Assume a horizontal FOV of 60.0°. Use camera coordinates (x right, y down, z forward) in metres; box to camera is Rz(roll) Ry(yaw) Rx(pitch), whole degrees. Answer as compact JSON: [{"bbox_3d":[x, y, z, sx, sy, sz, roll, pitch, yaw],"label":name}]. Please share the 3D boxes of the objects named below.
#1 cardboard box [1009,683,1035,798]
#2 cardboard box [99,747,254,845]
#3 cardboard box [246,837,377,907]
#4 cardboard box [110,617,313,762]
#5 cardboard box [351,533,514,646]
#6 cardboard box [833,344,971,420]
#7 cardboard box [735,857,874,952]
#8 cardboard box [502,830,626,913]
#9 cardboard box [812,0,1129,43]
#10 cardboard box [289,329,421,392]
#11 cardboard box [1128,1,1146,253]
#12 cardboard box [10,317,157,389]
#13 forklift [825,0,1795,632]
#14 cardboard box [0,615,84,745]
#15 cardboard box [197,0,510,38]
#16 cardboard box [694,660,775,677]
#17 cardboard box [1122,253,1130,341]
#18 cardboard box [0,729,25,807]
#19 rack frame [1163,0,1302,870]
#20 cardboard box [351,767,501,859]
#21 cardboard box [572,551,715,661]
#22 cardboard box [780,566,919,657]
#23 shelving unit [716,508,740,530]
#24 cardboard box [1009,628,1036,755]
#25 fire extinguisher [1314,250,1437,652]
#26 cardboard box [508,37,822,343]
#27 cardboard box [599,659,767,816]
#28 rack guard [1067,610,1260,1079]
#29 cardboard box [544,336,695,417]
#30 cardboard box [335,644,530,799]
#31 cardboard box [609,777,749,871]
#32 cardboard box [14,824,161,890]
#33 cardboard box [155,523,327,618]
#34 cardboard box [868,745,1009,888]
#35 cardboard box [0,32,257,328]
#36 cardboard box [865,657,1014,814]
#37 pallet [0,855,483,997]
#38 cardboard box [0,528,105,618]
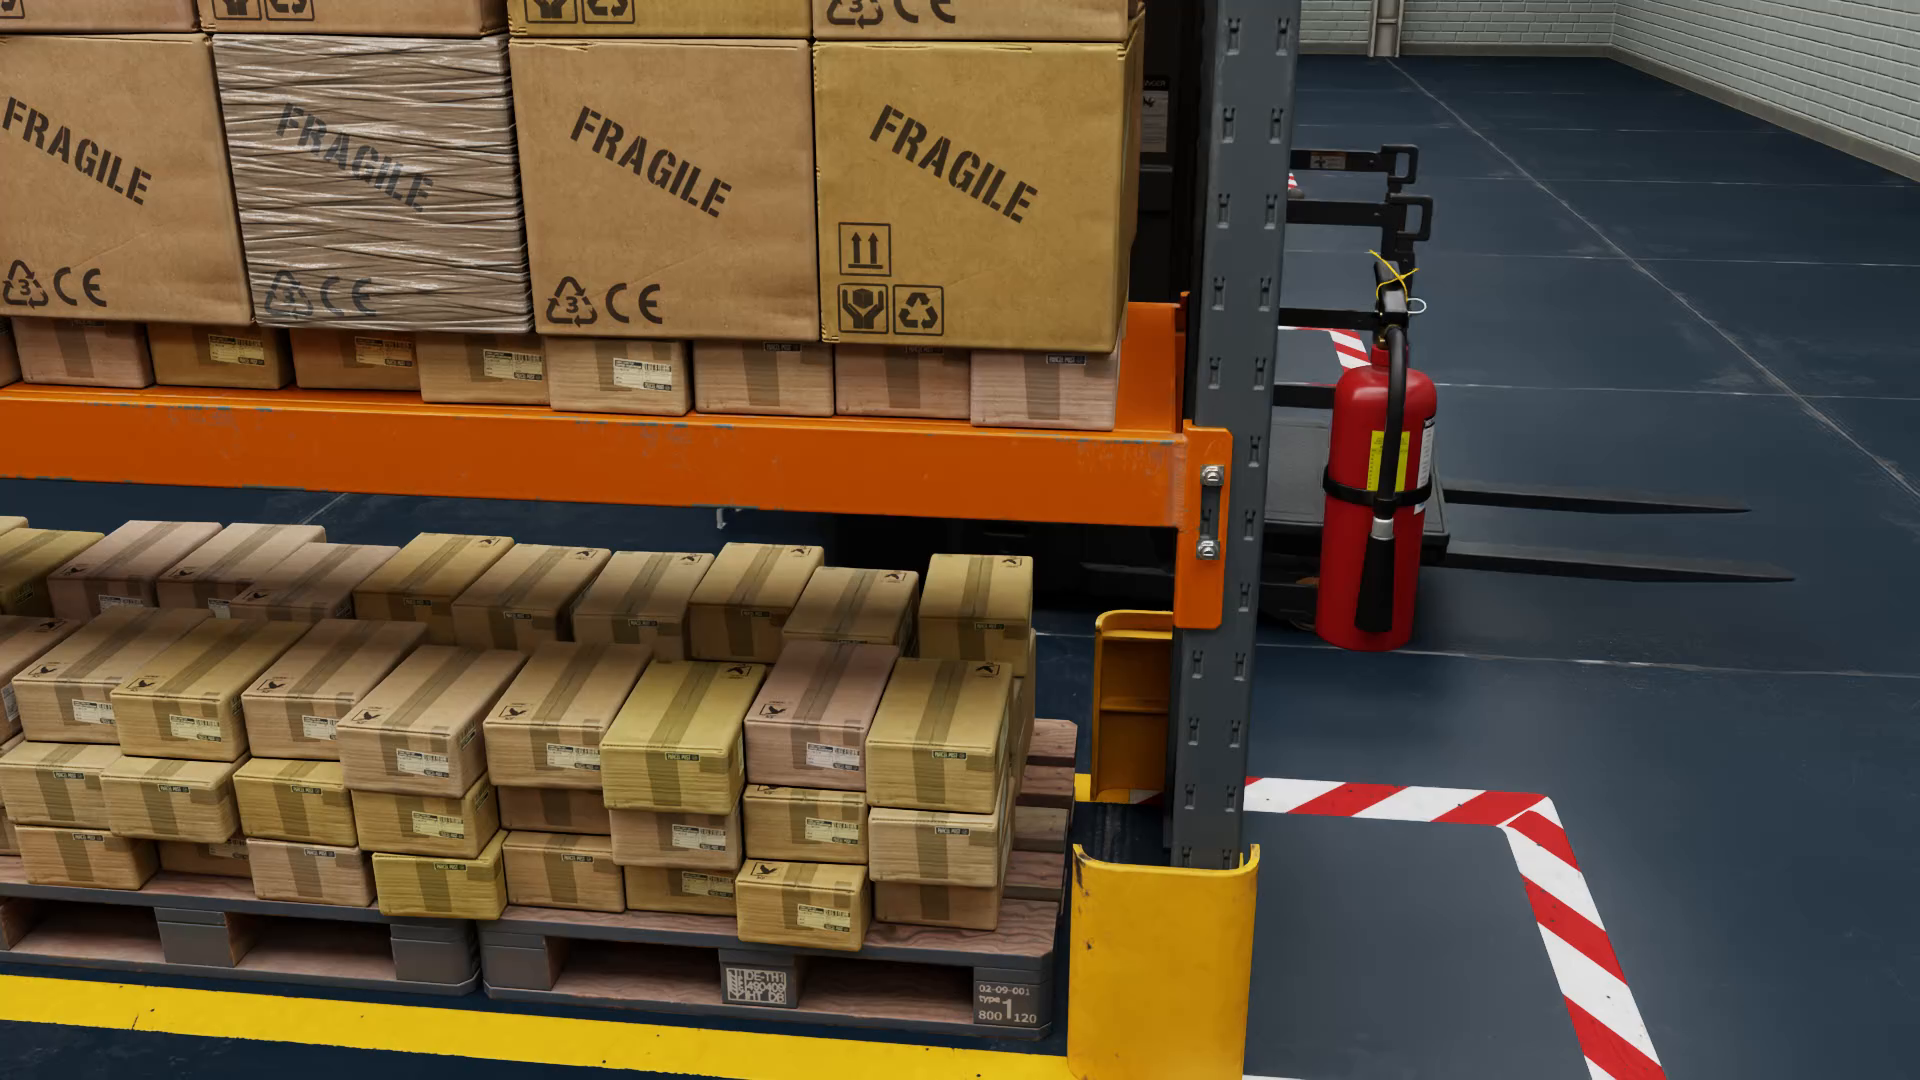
[{"bbox_3d":[0.039,0.457,4.011,0.250,0.149,0.380,3,22,7],"label":"cardboard box"},{"bbox_3d":[-1.597,0.480,3.548,0.250,0.149,0.380,3,22,7],"label":"cardboard box"},{"bbox_3d":[-1.322,0.619,3.600,0.250,0.149,0.380,3,22,7],"label":"cardboard box"},{"bbox_3d":[-1.584,0.314,3.563,0.250,0.149,0.380,3,22,7],"label":"cardboard box"},{"bbox_3d":[-1.268,0.123,4.046,0.250,0.149,0.380,3,22,7],"label":"cardboard box"},{"bbox_3d":[-0.078,-0.353,3.094,0.250,0.149,0.380,2,22,6],"label":"cardboard box"},{"bbox_3d":[-0.293,0.675,3.458,0.250,0.149,0.380,3,22,8],"label":"cardboard box"},{"bbox_3d":[-0.792,0.627,3.582,0.250,0.149,0.380,3,22,7],"label":"cardboard box"},{"bbox_3d":[0.038,-1.113,2.775,0.500,0.500,0.500,2,22,5],"label":"cardboard box"},{"bbox_3d":[-1.104,-0.416,3.255,0.250,0.149,0.380,2,22,4],"label":"cardboard box"},{"bbox_3d":[0.108,-0.839,3.443,0.500,0.500,0.500,4,22,9],"label":"cardboard box"},{"bbox_3d":[-1.623,-0.425,3.277,0.250,0.149,0.380,3,22,8],"label":"cardboard box"},{"bbox_3d":[1.122,-1.275,5.178,3.031,2.935,1.130,4,22,11],"label":"forklift"},{"bbox_3d":[-2.105,0.307,3.580,0.250,0.149,0.380,3,22,7],"label":"cardboard box"},{"bbox_3d":[-0.983,-1.154,2.879,0.500,0.500,0.500,4,22,9],"label":"cardboard box"},{"bbox_3d":[-0.487,0.331,3.925,0.250,0.149,0.380,3,22,7],"label":"cardboard box"},{"bbox_3d":[0.238,-0.551,3.596,0.250,0.149,0.380,2,22,6],"label":"cardboard box"},{"bbox_3d":[-2.082,0.426,3.684,0.250,0.149,0.380,4,22,9],"label":"cardboard box"},{"bbox_3d":[0.521,-0.534,3.212,0.127,3.000,1.000,2,22,6],"label":"rack frame"},{"bbox_3d":[-1.068,0.500,3.498,0.250,0.149,0.380,3,22,7],"label":"cardboard box"},{"bbox_3d":[-0.738,0.167,3.936,0.250,0.149,0.380,1,22,4],"label":"cardboard box"},{"bbox_3d":[-0.247,0.205,3.839,0.250,0.149,0.380,3,22,7],"label":"cardboard box"},{"bbox_3d":[-0.610,-0.621,5.878,0.503,1.200,0.258,4,22,11],"label":"shelving unit"},{"bbox_3d":[0.031,0.341,3.898,0.250,0.149,0.380,3,22,9],"label":"cardboard box"},{"bbox_3d":[0.717,-0.146,2.841,0.183,0.674,0.296,2,22,6],"label":"fire extinguisher"},{"bbox_3d":[-0.466,-0.669,3.011,0.500,0.500,0.500,2,22,5],"label":"cardboard box"},{"bbox_3d":[-0.549,0.392,3.365,0.250,0.149,0.380,2,22,5],"label":"cardboard box"},{"bbox_3d":[0.446,0.625,3.679,0.348,0.500,1.175,2,22,6],"label":"rack guard"},{"bbox_3d":[-0.585,-0.361,3.114,0.250,0.149,0.380,3,22,8],"label":"cardboard box"},{"bbox_3d":[-1.072,0.367,3.429,0.250,0.149,0.380,3,22,8],"label":"cardboard box"},{"bbox_3d":[-0.553,0.517,3.453,0.250,0.149,0.380,2,22,4],"label":"cardboard box"},{"bbox_3d":[-1.834,0.597,3.655,0.250,0.149,0.380,2,22,5],"label":"cardboard box"},{"bbox_3d":[-1.763,0.096,4.113,0.250,0.149,0.380,2,22,4],"label":"cardboard box"},{"bbox_3d":[-0.036,0.539,3.398,0.250,0.149,0.380,2,22,5],"label":"cardboard box"},{"bbox_3d":[-1.465,-0.713,3.122,0.500,0.500,0.500,4,22,9],"label":"cardboard box"},{"bbox_3d":[-0.034,0.389,3.373,0.250,0.149,0.380,3,22,7],"label":"cardboard box"},{"bbox_3d":[-1.565,0.657,3.990,1.213,0.211,1.003,2,22,6],"label":"pallet"},{"bbox_3d":[-2.312,0.111,4.076,0.250,0.149,0.380,3,22,8],"label":"cardboard box"}]
